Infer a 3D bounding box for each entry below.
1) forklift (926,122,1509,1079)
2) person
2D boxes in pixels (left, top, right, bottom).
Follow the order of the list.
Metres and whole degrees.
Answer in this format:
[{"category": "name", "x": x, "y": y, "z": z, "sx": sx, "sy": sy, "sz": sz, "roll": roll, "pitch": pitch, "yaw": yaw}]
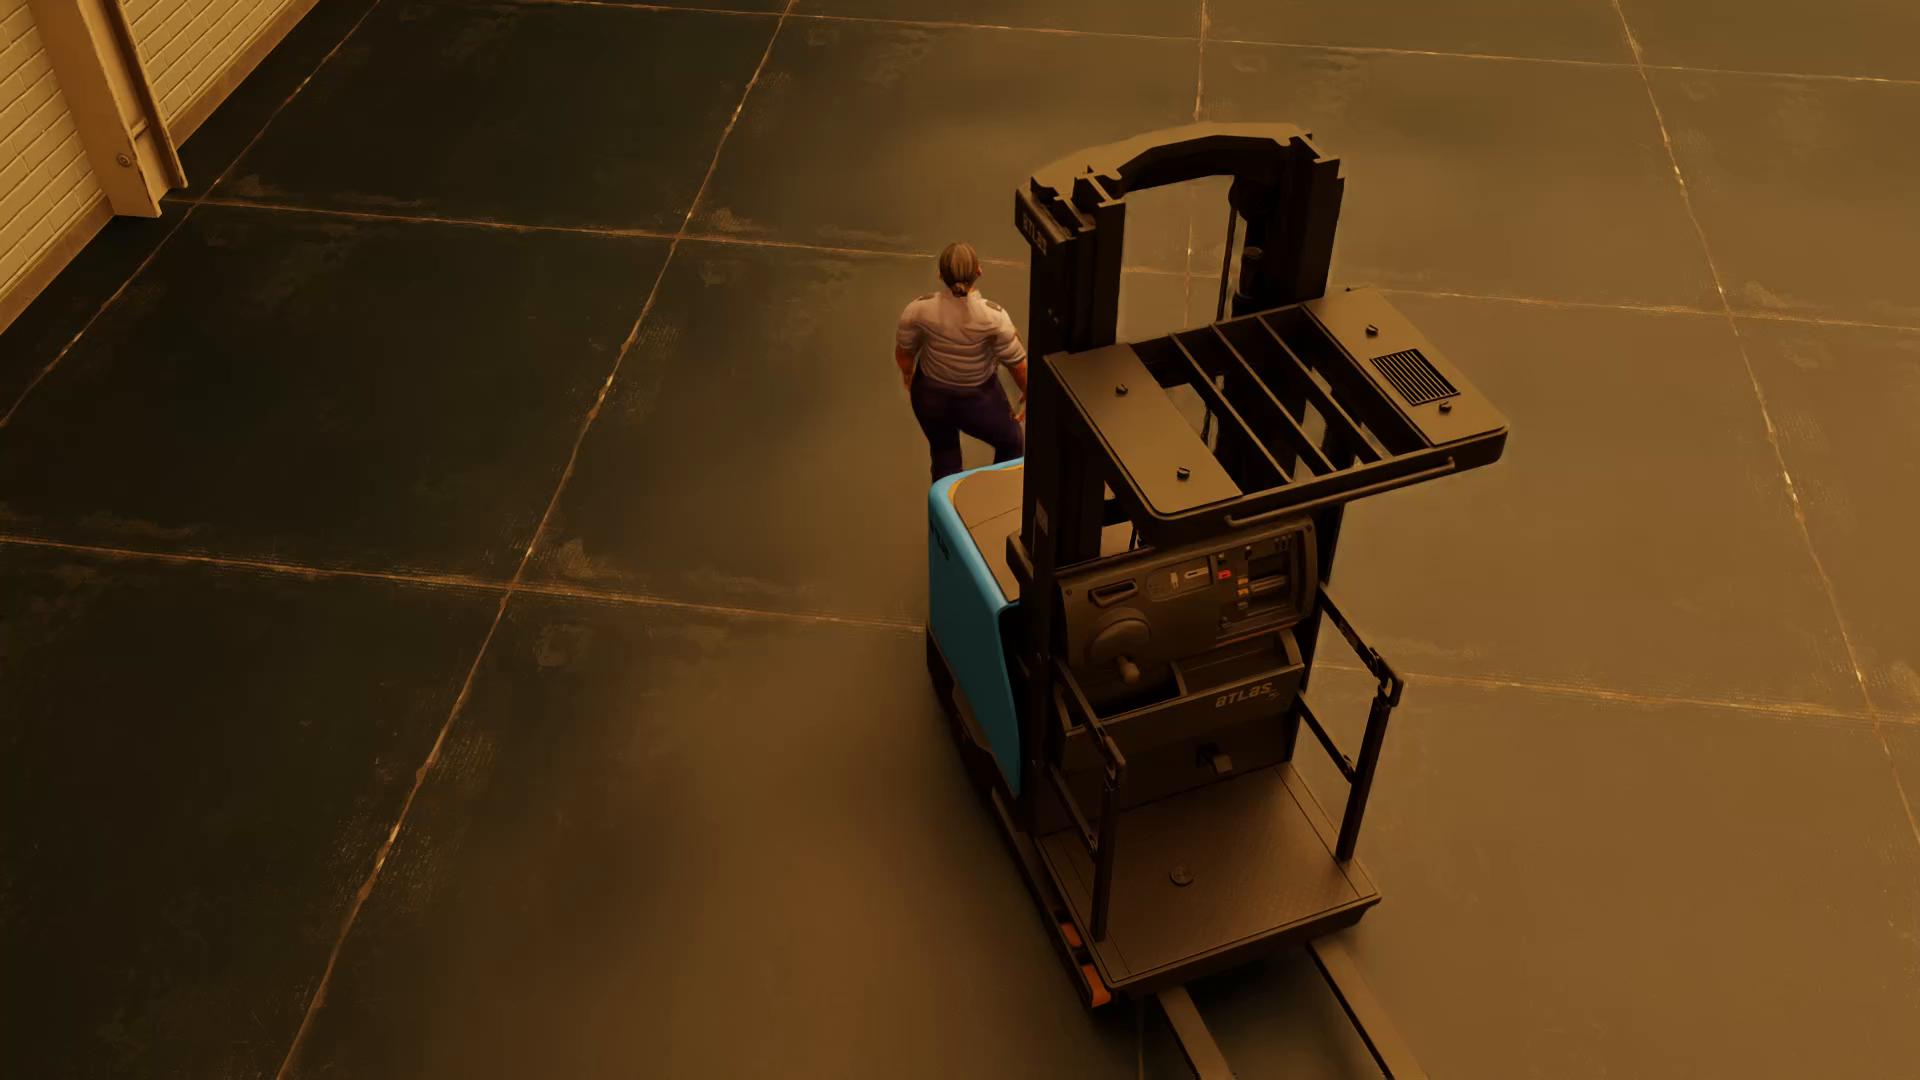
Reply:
[{"category": "forklift", "x": 0.851, "y": 0.291, "z": 5.408, "sx": 1.130, "sy": 2.935, "sz": 3.031, "roll": -14, "pitch": 44, "yaw": -15}, {"category": "person", "x": 0.045, "y": -0.692, "z": 7.460, "sx": 0.620, "sy": 1.635, "sz": 0.516, "roll": 8, "pitch": 43, "yaw": 9}]
